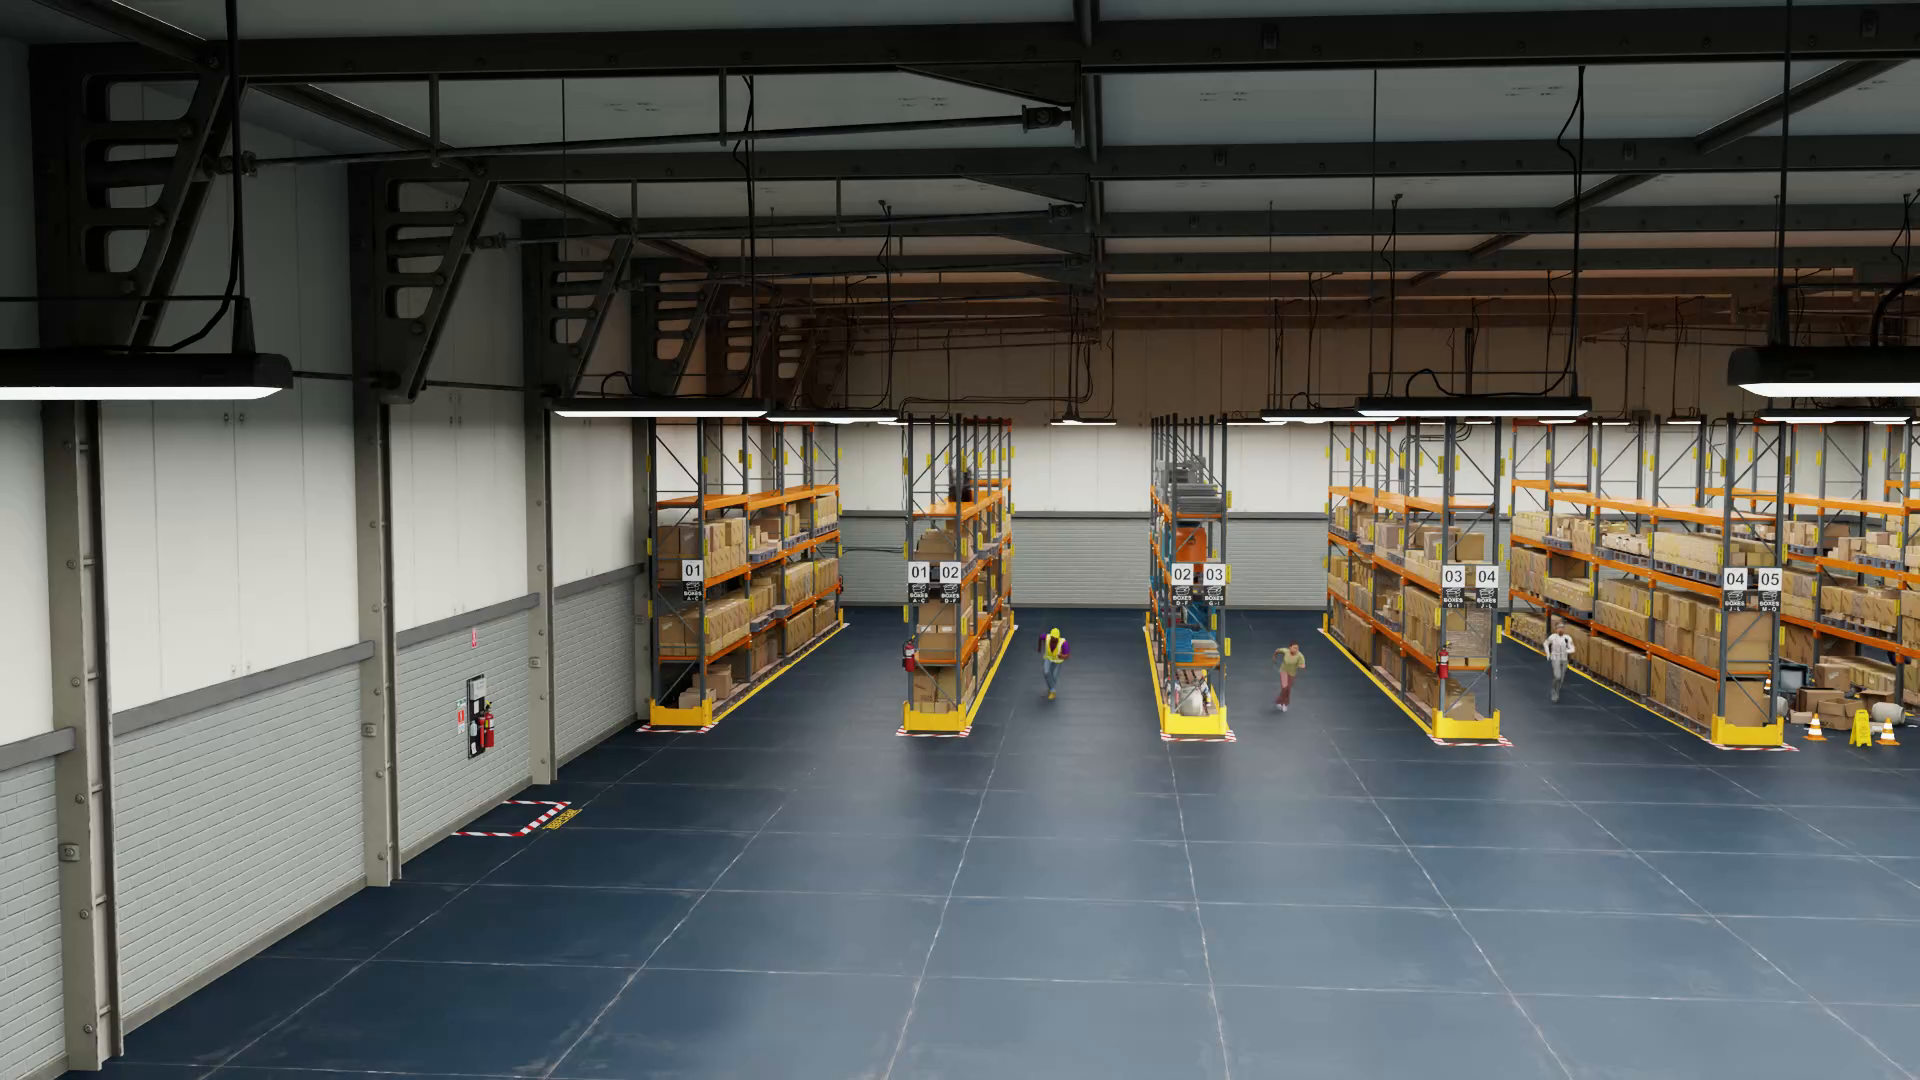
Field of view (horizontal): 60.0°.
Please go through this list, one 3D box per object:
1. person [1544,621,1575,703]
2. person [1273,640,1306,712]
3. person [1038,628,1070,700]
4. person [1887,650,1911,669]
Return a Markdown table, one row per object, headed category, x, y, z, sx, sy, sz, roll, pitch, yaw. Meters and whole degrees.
| category | x | y | z | sx | sy | sz | roll | pitch | yaw |
| --- | --- | --- | --- | --- | --- | --- | --- | --- | --- |
| person | 12.542 | 2.539 | 34.745 | 0.561 | 1.709 | 0.672 | 0 | 4 | 4 |
| person | 6.647 | 2.710 | 33.539 | 0.538 | 1.456 | 1.047 | 0 | 4 | -4 |
| person | 1.987 | 2.592 | 35.288 | 0.697 | 1.546 | 1.159 | 0 | 4 | 4 |
| person | 21.937 | 2.330 | 38.829 | 0.606 | 1.594 | 0.639 | 0 | 4 | -7 |
